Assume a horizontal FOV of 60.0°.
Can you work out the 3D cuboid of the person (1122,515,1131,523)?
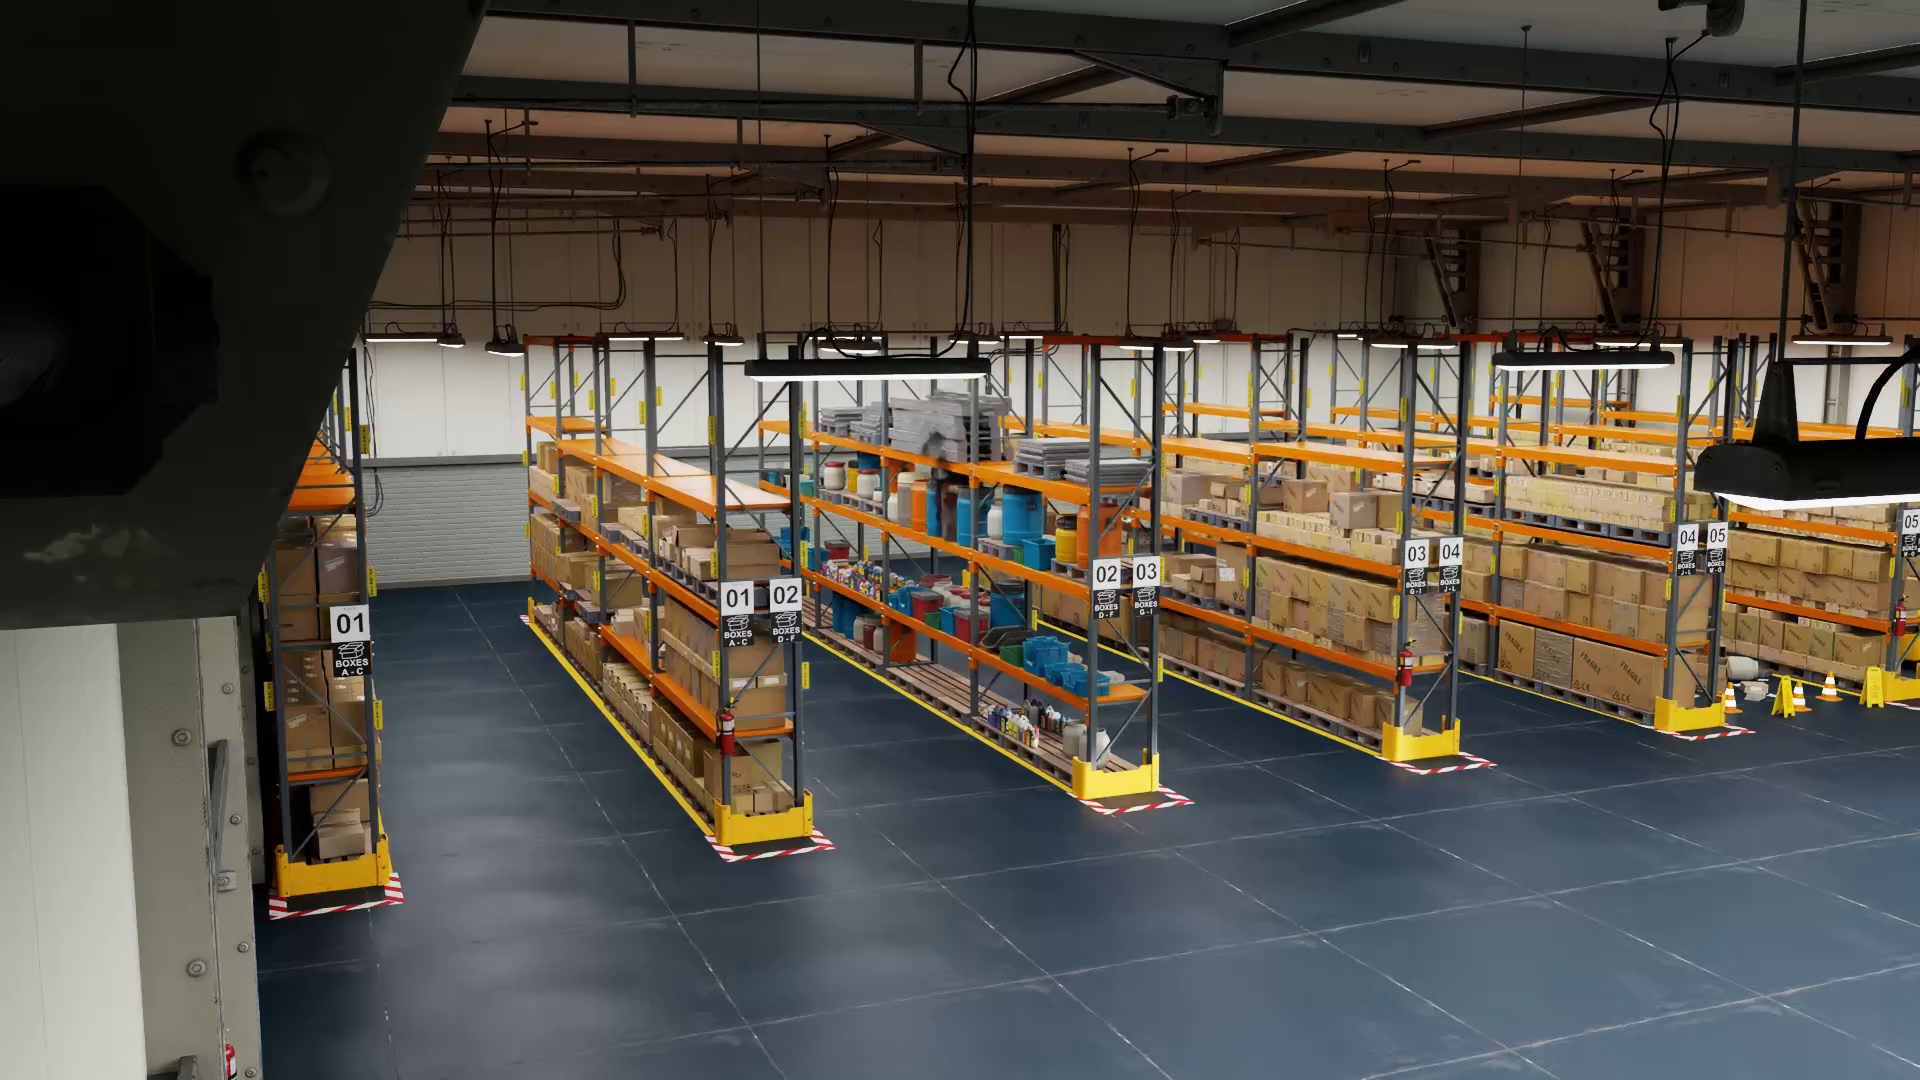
[{"bbox_3d":[4.053,0.062,40.690,0.647,1.720,0.849,4,8,25],"label":"person"}]
